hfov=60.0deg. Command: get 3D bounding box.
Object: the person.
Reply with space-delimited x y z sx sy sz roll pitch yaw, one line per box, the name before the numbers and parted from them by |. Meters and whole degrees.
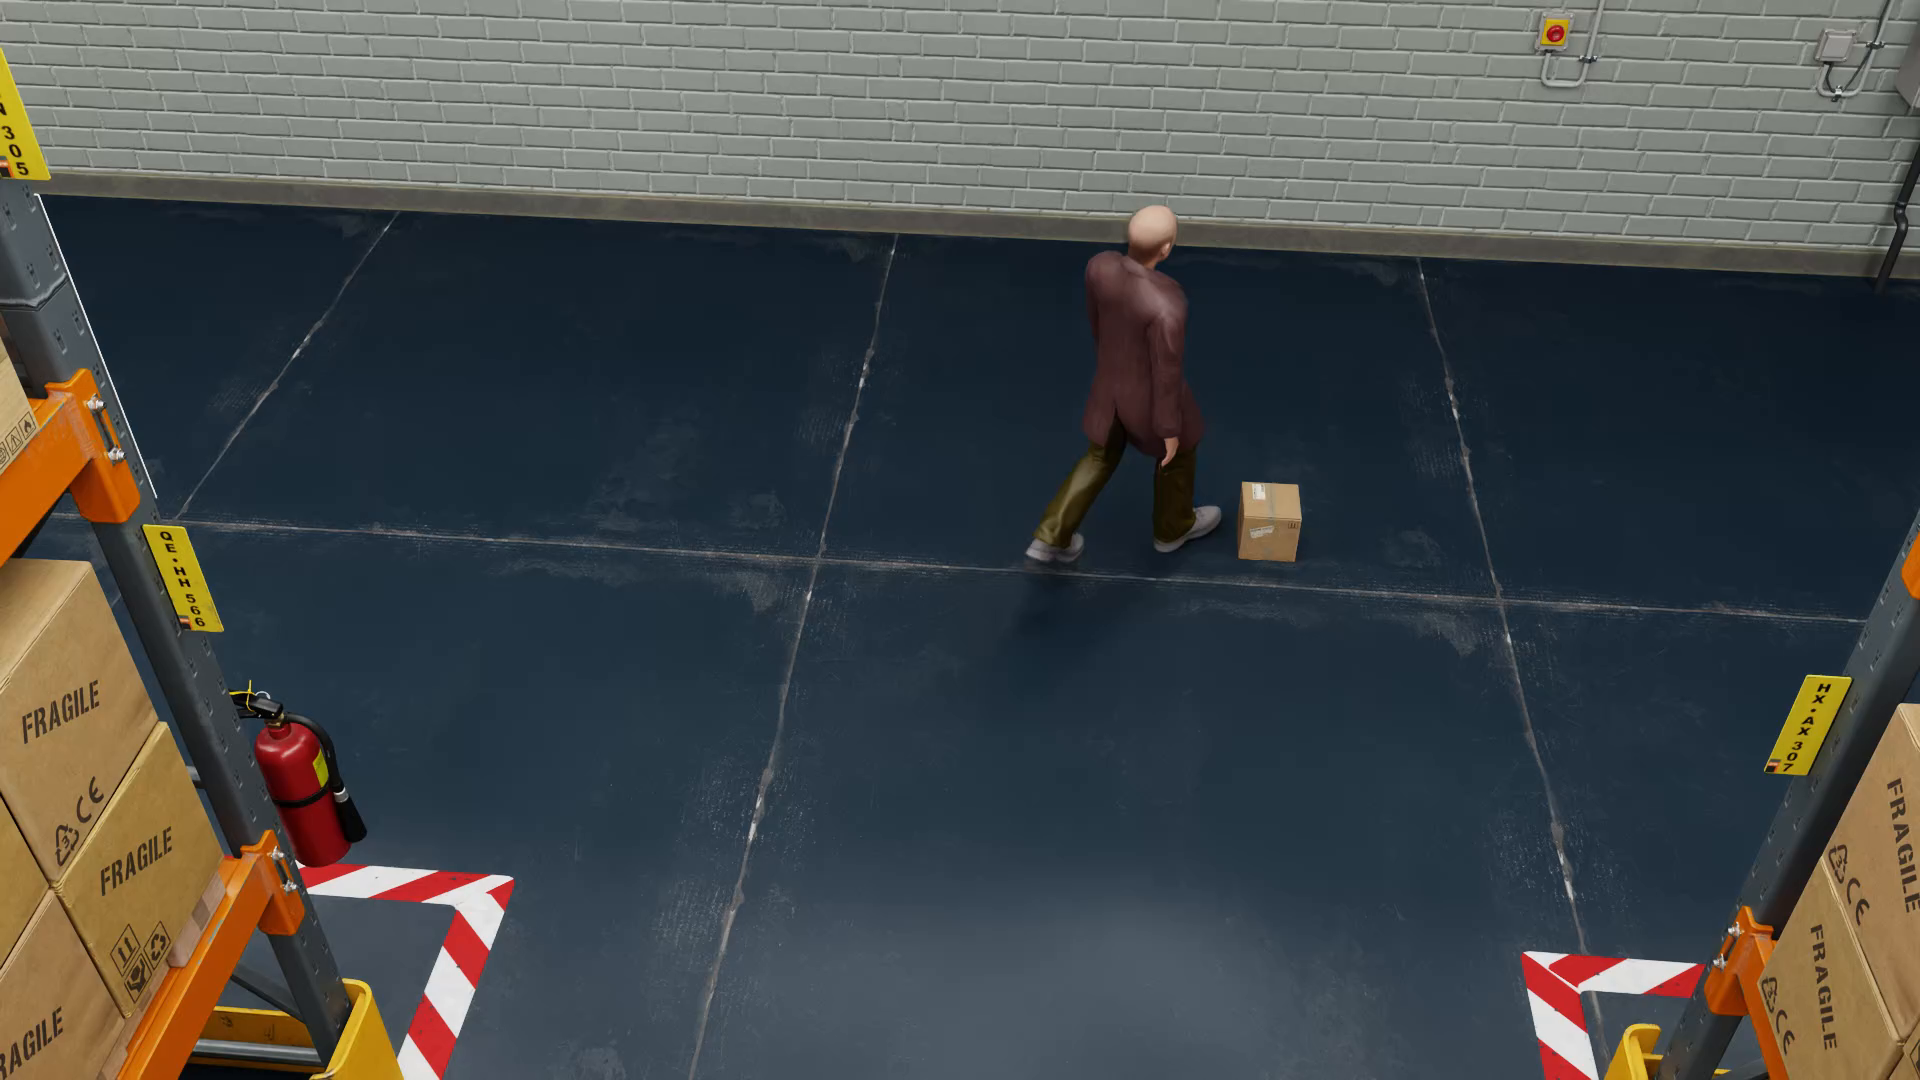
person | 0.728 -0.610 6.911 0.998 1.750 0.619 -30 48 -31
